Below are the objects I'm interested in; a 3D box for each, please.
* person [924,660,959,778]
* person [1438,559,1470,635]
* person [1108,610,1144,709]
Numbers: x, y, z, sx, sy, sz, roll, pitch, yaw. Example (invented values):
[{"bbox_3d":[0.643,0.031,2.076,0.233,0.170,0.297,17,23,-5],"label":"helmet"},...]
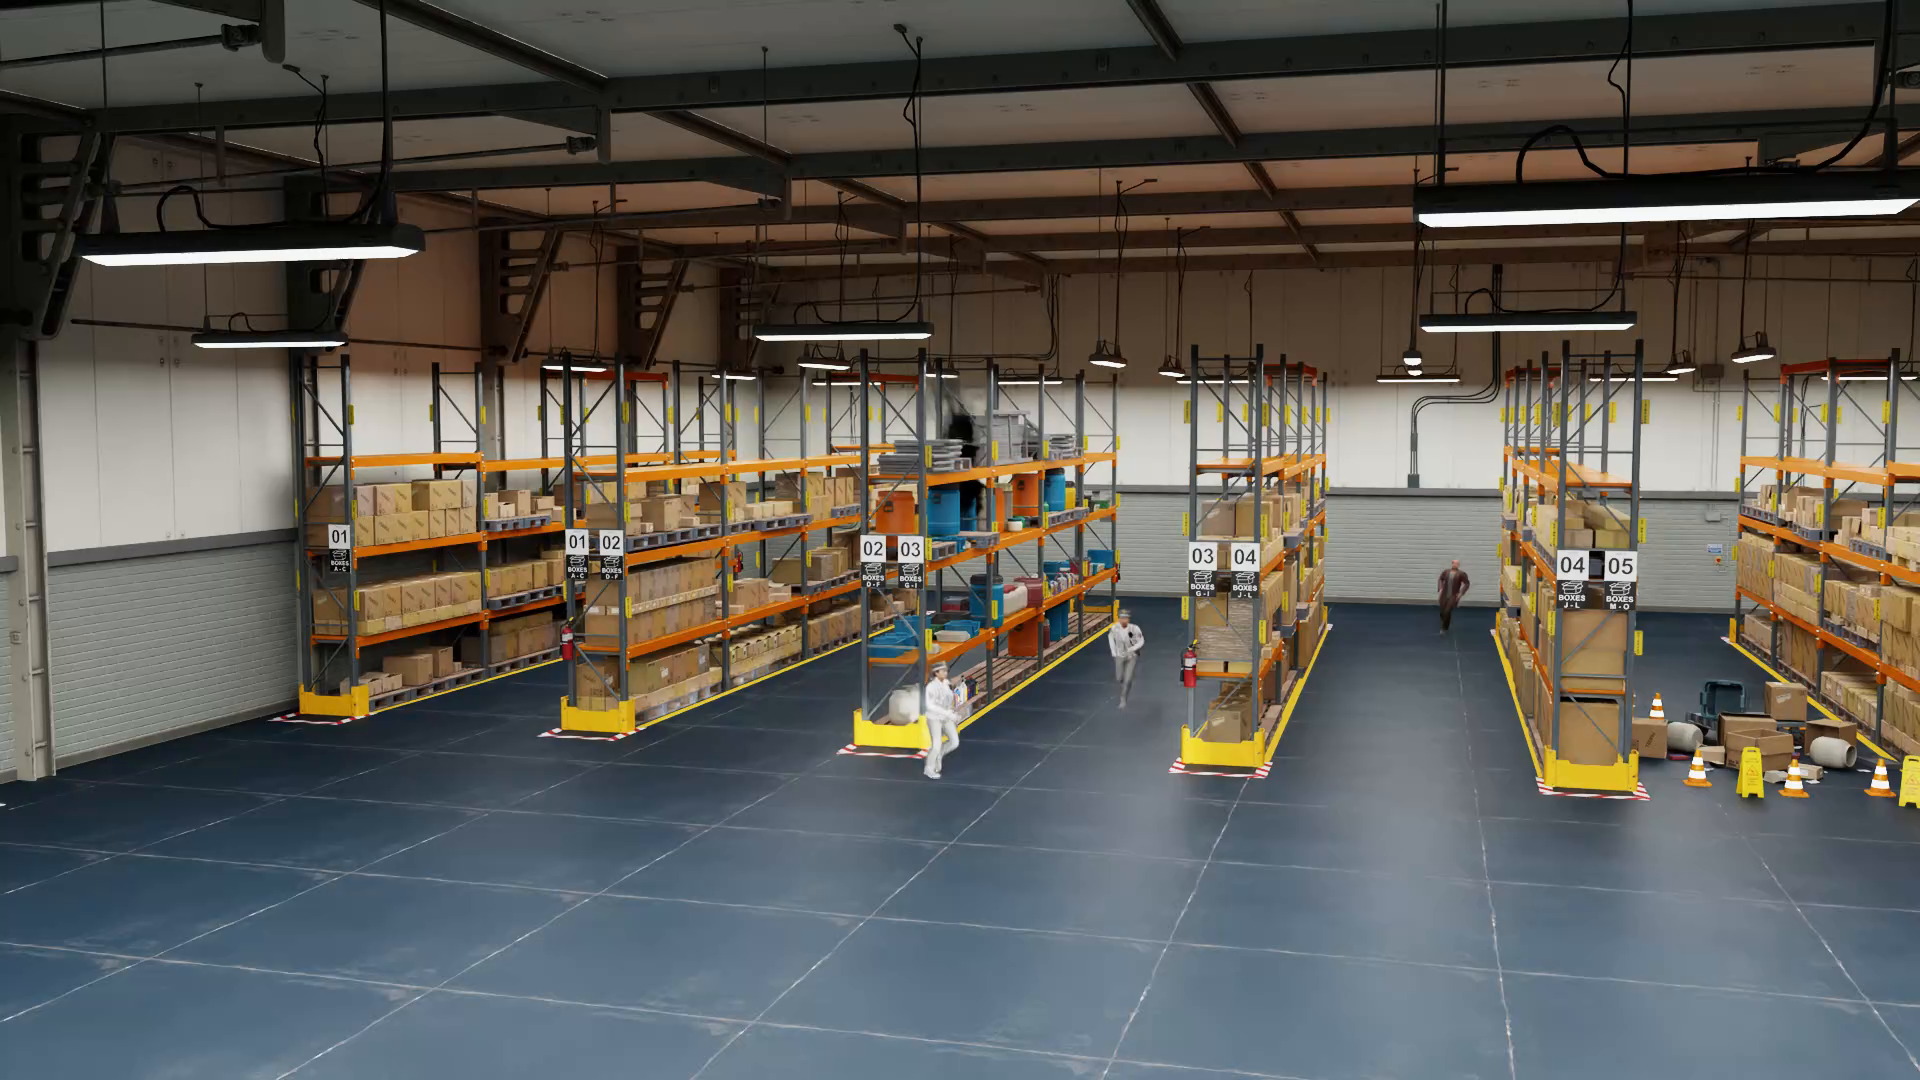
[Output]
[{"bbox_3d":[-0.243,2.462,22.871,0.633,1.646,0.590,4,6,41],"label":"person"},{"bbox_3d":[11.315,1.293,38.123,0.747,1.735,0.662,3,5,33],"label":"person"},{"bbox_3d":[2.681,1.907,26.865,0.608,1.629,0.688,1,4,14],"label":"person"}]
